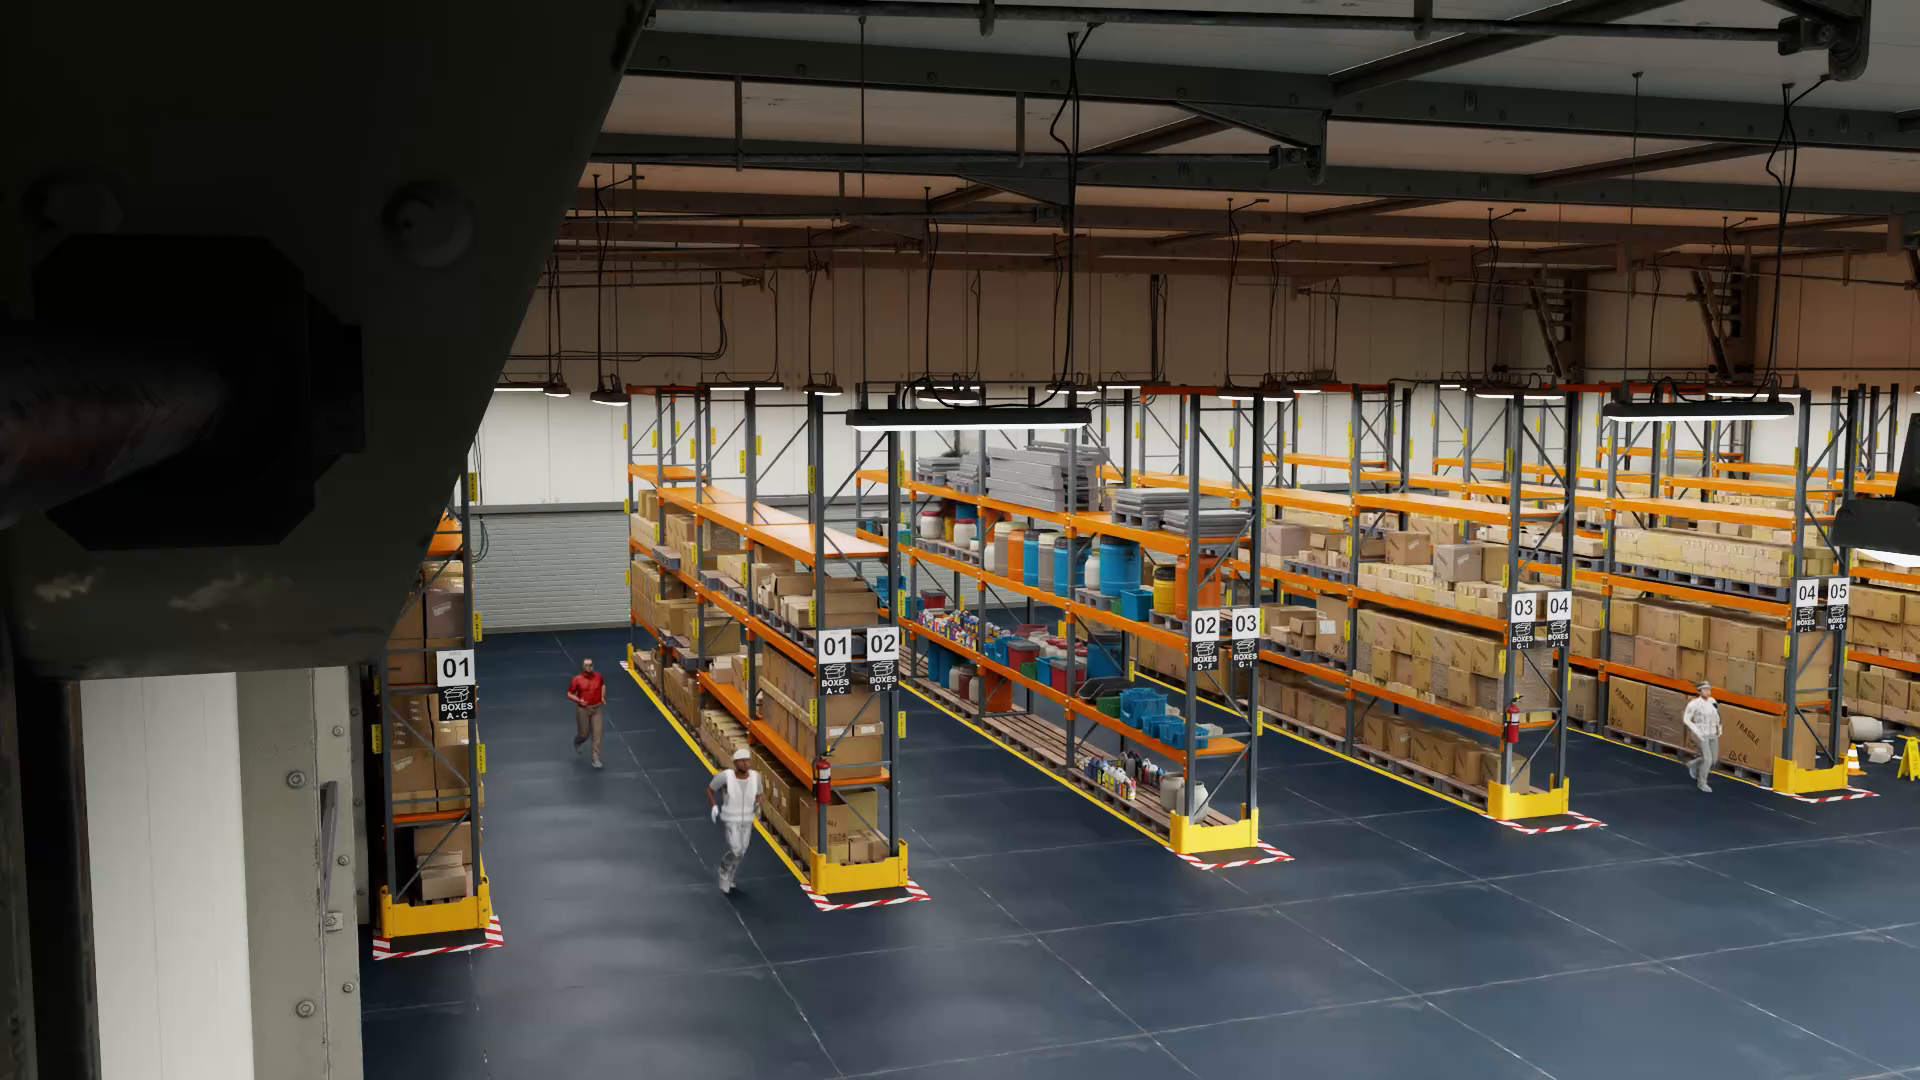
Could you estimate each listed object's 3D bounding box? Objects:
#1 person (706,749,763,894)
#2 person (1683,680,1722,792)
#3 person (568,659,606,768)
[{"bbox_3d":[-2.666,3.390,20.109,0.665,1.746,0.657,-4,7,-32],"label":"person"},{"bbox_3d":[11.195,2.926,25.102,0.616,1.673,0.538,-2,6,-15],"label":"person"},{"bbox_3d":[-5.913,2.734,26.524,0.665,1.700,0.945,-4,7,-31],"label":"person"}]
